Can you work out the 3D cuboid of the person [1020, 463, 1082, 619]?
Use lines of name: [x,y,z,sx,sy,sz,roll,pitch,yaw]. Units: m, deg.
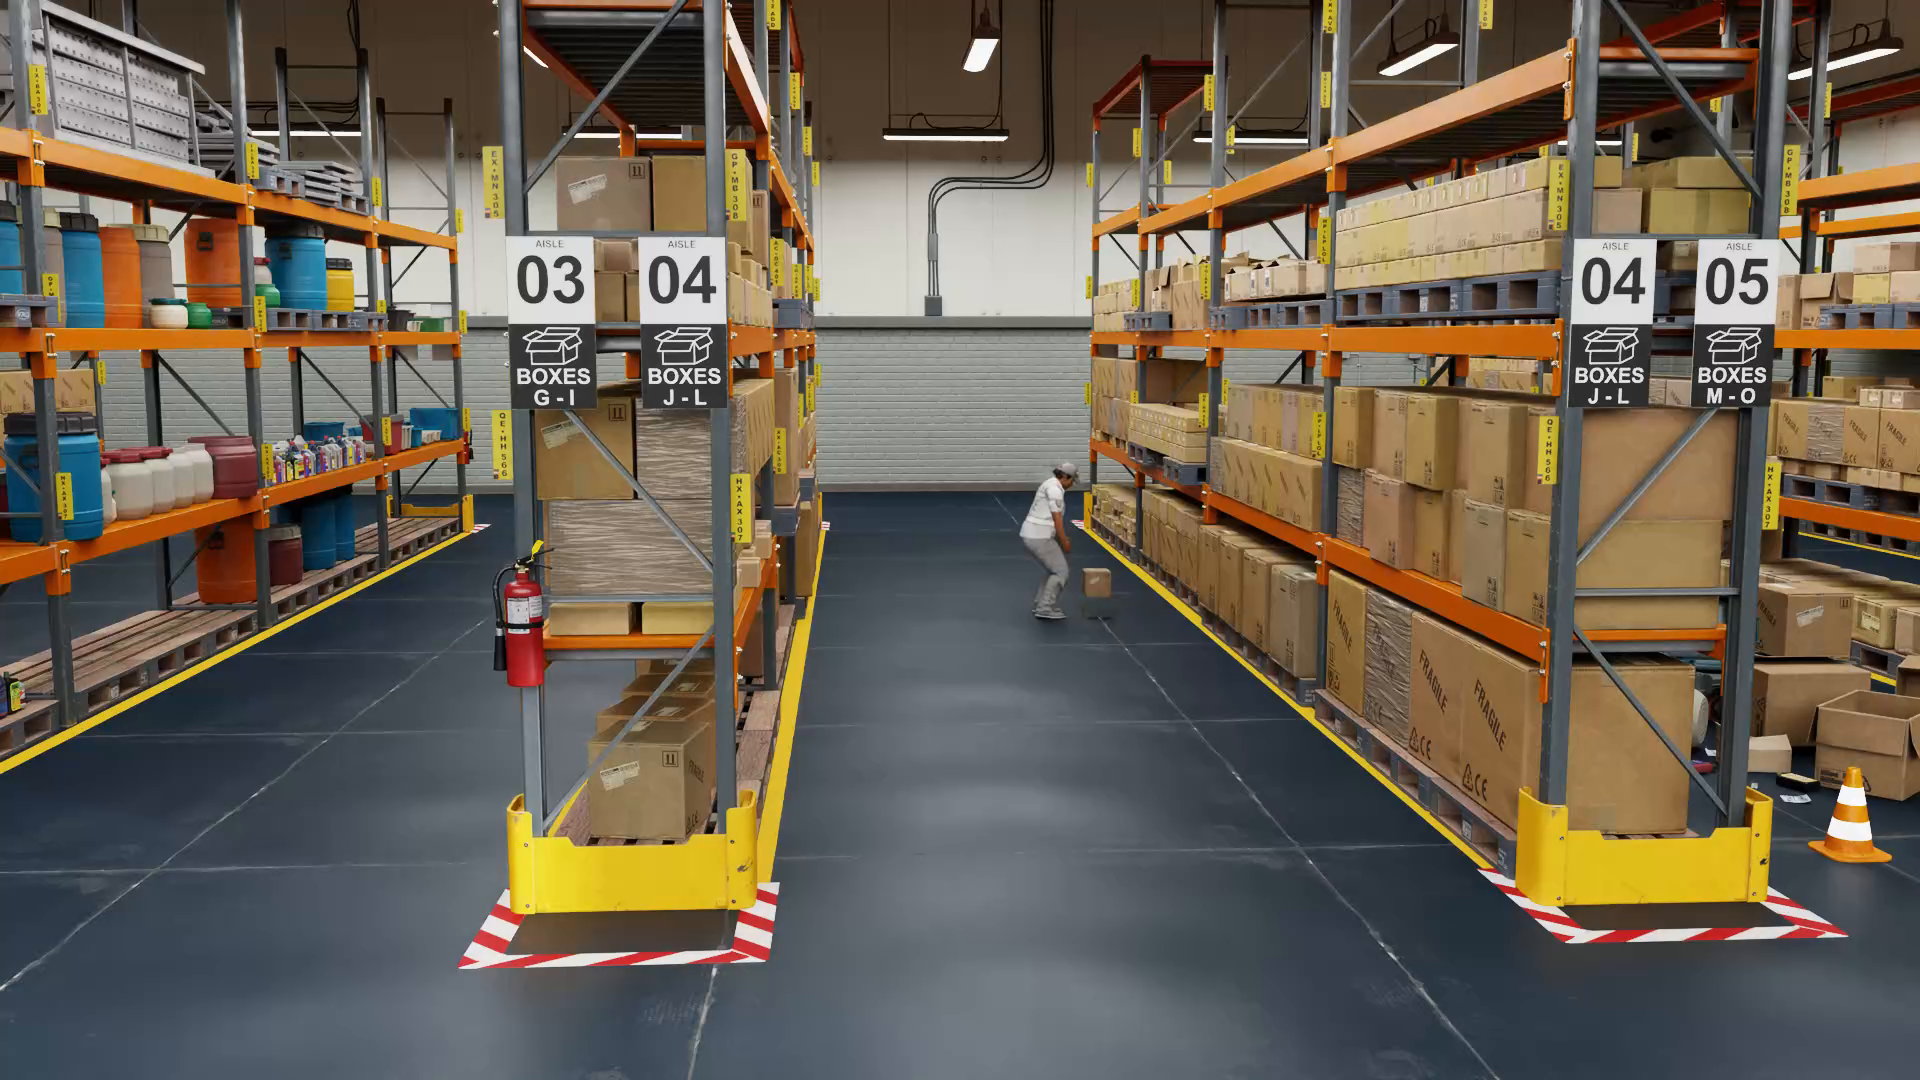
person: [0.895,-0.002,16.398,0.611,1.523,0.522,0,7,-3]
